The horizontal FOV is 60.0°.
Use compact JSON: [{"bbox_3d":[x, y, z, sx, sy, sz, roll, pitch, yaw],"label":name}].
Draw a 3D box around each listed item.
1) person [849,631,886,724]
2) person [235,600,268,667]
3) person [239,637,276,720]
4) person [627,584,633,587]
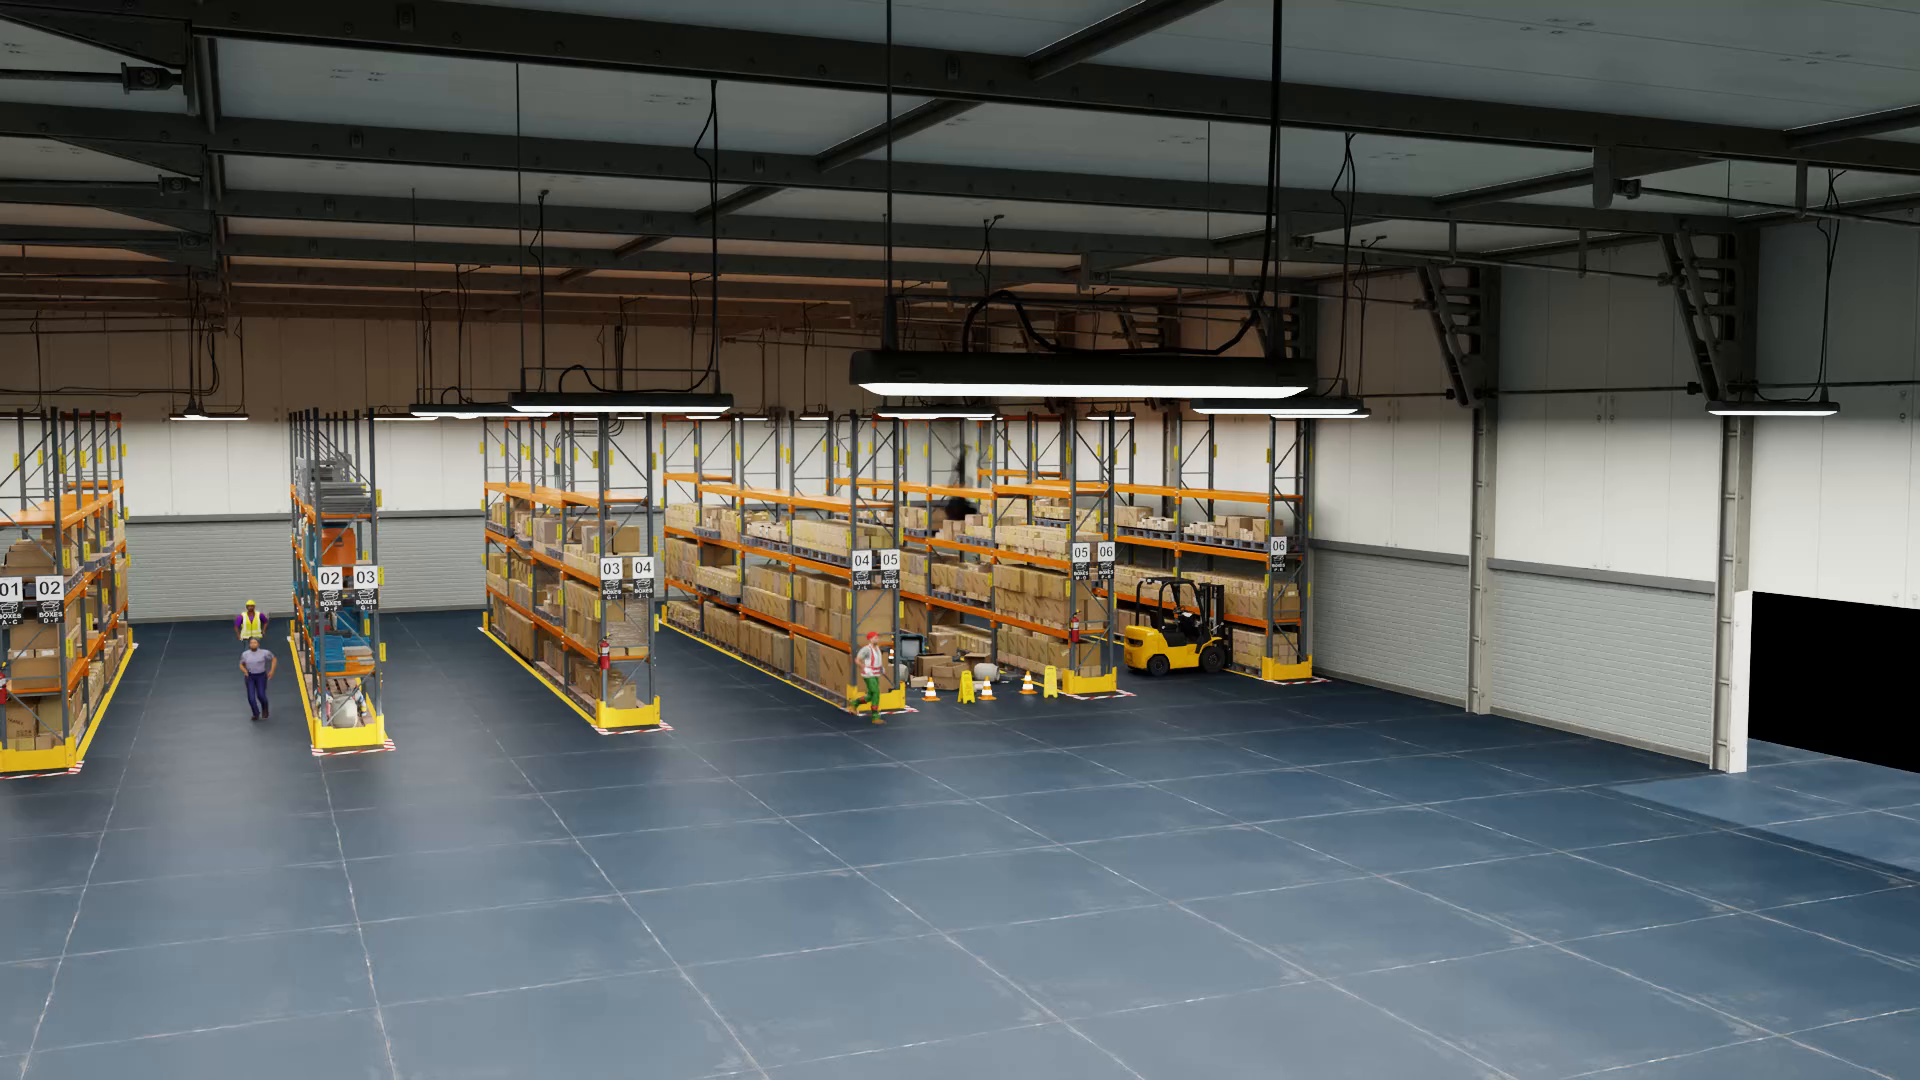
[{"bbox_3d":[-1.748,2.627,31.963,0.851,1.772,0.696,2,5,28],"label":"person"},{"bbox_3d":[-16.061,2.229,37.718,0.711,1.748,0.738,-2,4,-26],"label":"person"},{"bbox_3d":[-13.511,2.671,31.943,0.643,1.603,0.581,-1,4,-13],"label":"person"},{"bbox_3d":[-9.540,1.501,48.070,0.704,1.777,0.734,0,4,-1],"label":"person"}]
